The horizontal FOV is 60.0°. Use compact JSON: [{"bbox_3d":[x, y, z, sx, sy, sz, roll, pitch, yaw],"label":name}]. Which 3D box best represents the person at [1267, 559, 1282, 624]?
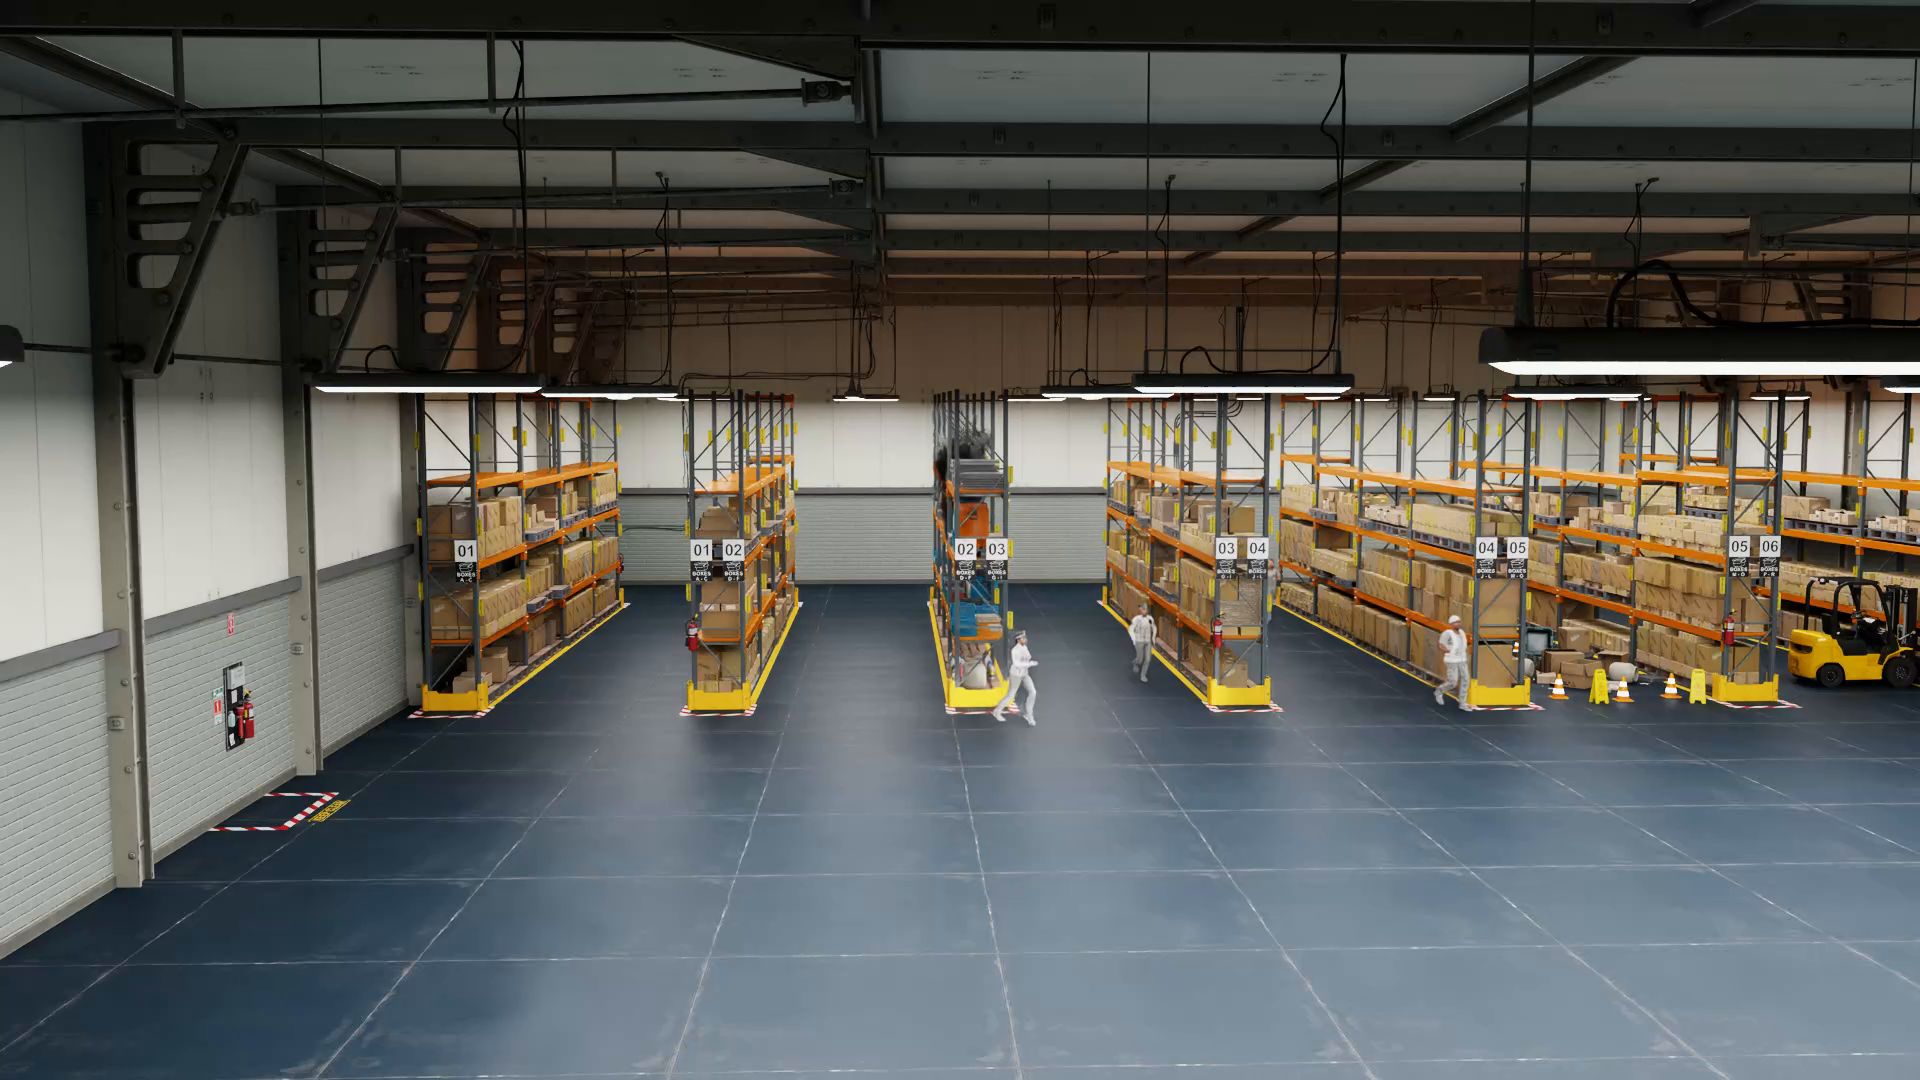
[{"bbox_3d":[8.161,1.348,43.661,0.537,1.721,0.755,0,5,-1],"label":"person"}]

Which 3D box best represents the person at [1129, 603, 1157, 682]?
[{"bbox_3d":[3.793,2.099,34.480,0.603,1.648,0.551,-1,5,-9],"label":"person"}]

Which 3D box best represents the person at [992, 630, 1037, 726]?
[{"bbox_3d":[1.028,2.458,29.749,0.877,1.742,0.623,3,5,31],"label":"person"}]

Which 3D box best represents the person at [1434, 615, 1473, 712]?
[{"bbox_3d":[9.263,2.299,31.190,0.689,1.787,0.808,-3,5,-29],"label":"person"}]
